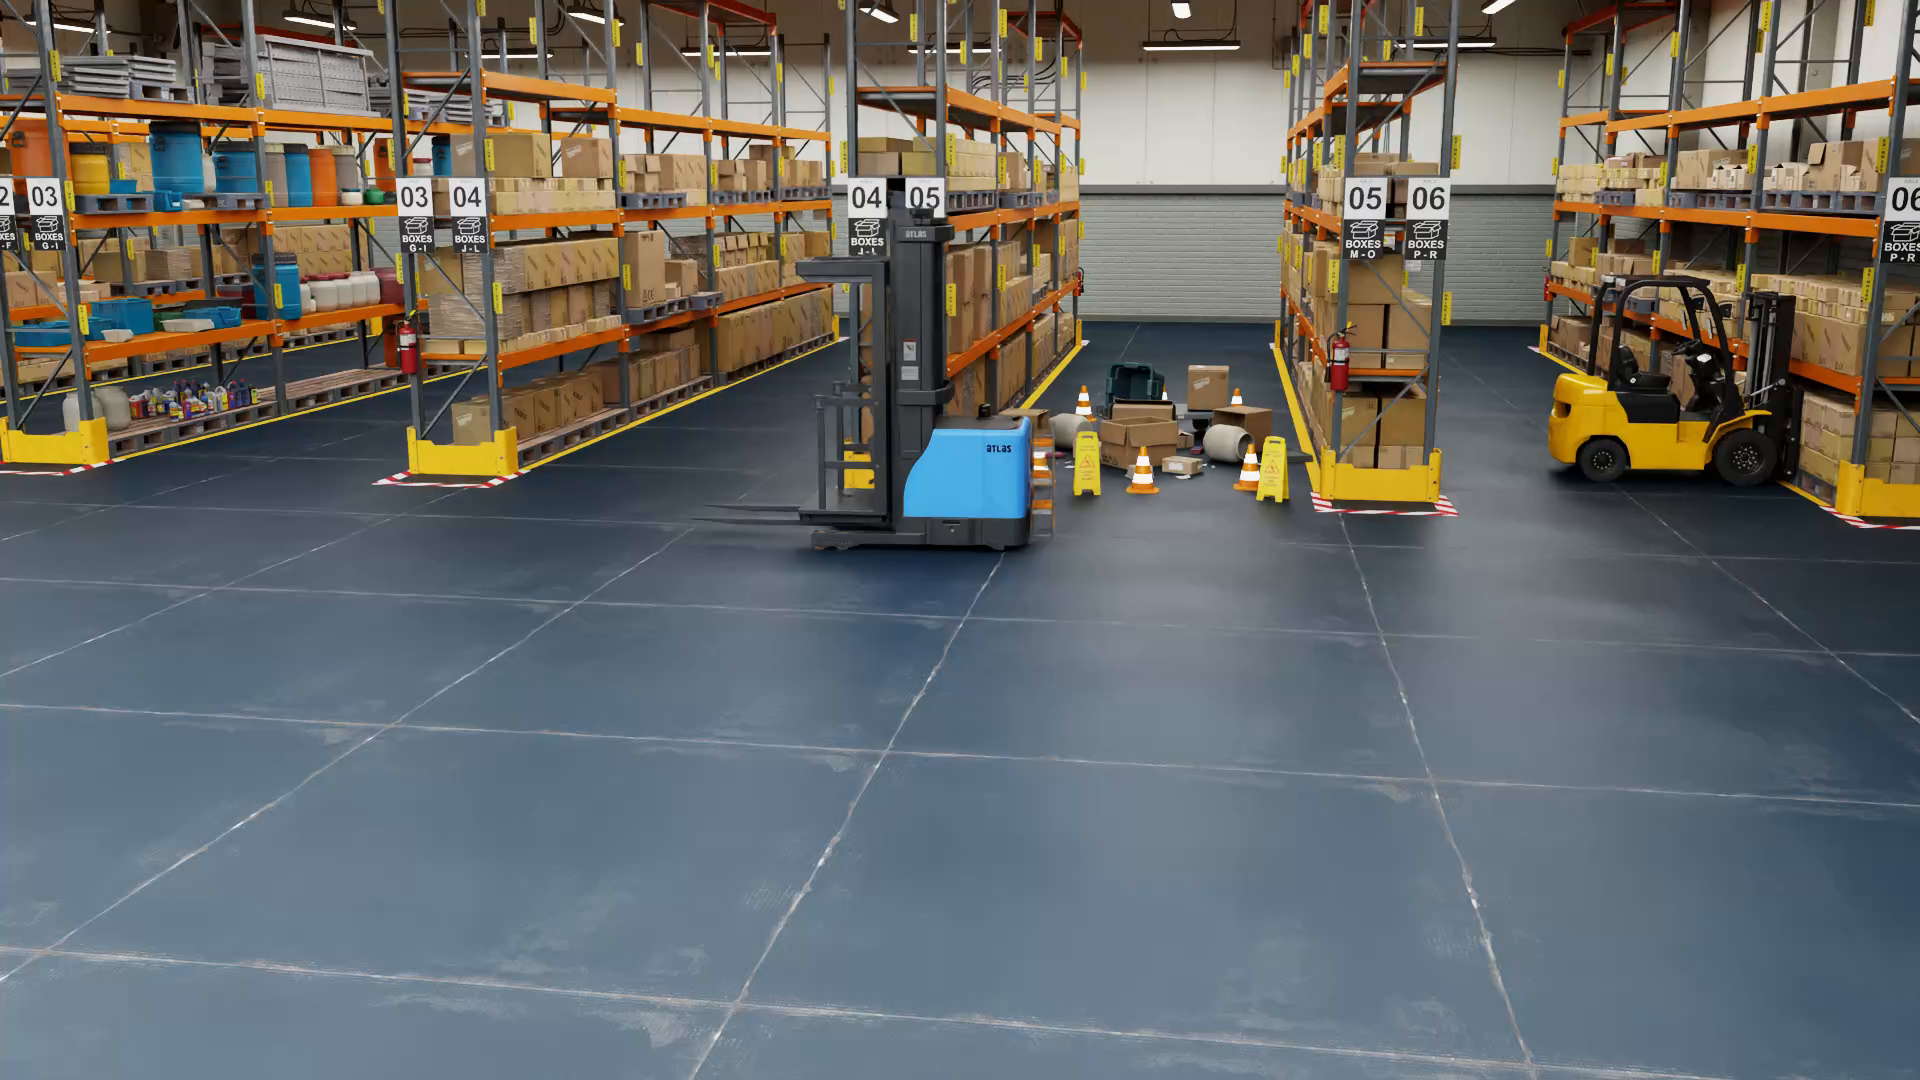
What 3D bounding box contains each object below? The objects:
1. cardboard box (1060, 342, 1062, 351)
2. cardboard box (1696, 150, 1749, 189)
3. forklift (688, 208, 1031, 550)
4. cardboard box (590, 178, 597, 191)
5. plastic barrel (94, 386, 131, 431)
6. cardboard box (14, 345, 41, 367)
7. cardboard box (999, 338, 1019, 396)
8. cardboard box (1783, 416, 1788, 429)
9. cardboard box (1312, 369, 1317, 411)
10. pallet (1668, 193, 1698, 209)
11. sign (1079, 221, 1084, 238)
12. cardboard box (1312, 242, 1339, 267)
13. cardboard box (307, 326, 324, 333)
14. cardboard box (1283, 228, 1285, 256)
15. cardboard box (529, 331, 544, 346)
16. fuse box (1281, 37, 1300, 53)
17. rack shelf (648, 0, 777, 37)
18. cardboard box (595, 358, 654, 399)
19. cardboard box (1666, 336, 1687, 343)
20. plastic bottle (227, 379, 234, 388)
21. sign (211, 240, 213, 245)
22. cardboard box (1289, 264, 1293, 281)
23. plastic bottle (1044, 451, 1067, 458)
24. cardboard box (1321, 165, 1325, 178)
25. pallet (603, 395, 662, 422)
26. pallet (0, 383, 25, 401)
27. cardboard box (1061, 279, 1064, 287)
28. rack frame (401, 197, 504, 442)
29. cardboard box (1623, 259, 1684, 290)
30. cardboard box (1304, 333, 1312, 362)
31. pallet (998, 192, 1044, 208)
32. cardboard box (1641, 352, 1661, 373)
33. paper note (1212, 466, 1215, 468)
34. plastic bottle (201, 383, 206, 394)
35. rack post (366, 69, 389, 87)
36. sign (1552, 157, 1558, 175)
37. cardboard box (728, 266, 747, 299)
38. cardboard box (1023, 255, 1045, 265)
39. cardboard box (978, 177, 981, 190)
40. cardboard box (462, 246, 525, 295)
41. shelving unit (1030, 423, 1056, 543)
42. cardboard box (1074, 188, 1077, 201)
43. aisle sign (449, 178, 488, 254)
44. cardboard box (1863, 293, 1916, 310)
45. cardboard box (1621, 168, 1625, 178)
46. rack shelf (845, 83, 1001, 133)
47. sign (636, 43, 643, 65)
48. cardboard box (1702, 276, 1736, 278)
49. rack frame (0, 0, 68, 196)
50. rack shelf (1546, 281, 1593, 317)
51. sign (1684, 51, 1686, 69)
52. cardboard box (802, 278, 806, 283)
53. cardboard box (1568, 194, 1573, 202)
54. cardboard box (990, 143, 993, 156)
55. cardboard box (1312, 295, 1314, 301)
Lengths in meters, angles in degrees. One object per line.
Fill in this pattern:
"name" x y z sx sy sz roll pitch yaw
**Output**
"cardboard box" 1.620 -3.454 29.669 0.380 0.149 0.250 2 12 10
"cardboard box" 9.894 -4.804 21.572 0.500 0.500 0.500 2 12 10
"forklift" -0.893 -1.451 14.767 3.031 2.935 1.130 1 12 5
"cardboard box" -4.759 -4.441 20.769 0.380 0.149 0.250 1 12 6
"plastic barrel" -10.316 -1.598 20.199 0.421 0.512 0.421 0 12 0
"cardboard box" -14.228 -2.784 24.992 0.500 0.311 0.500 1 12 7
"cardboard box" 0.277 -2.488 23.762 1.050 0.750 0.750 2 12 10
"cardboard box" 9.165 -1.257 18.049 0.500 0.250 0.500 2 12 8
"cardboard box" 4.524 -1.830 20.116 0.500 0.500 0.500 2 12 11
"pallet" 10.386 -4.619 22.634 1.213 0.211 1.003 2 12 11
"sign" 2.366 -6.052 32.458 0.100 0.325 0.005 2 12 9
"cardboard box" 4.600 -3.315 19.939 0.700 0.500 0.500 2 12 8
"cardboard box" -13.184 -4.411 33.221 0.797 0.503 0.637 2 12 9
"cardboard box" 6.300 -5.554 31.033 0.500 0.500 0.500 2 12 7
"cardboard box" -5.072 -2.341 19.333 0.380 0.149 0.250 2 12 9
"fuse box" 7.318 -10.888 36.563 0.513 0.334 0.176 2 12 9
"rack shelf" -3.987 -8.492 26.858 1.077 0.370 4.000 2 12 9
"cardboard box" -4.702 -2.257 23.233 0.700 0.500 0.500 2 12 8
"cardboard box" 10.943 -3.006 25.220 0.380 0.149 0.250 2 12 7
"plastic bottle" -9.761 -1.980 22.302 0.144 0.351 0.185 2 12 9
"sign" -14.005 -5.464 31.172 0.100 0.325 0.005 2 12 9
"cardboard box" 5.766 -4.470 27.786 0.500 0.250 0.500 2 12 7
"plastic bottle" 1.105 -0.999 19.482 0.283 0.061 0.133 -2 12 -11
"cardboard box" 4.511 -4.395 19.850 0.380 0.149 0.250 2 12 8
"pallet" -4.792 -1.837 23.014 1.003 0.211 1.213 2 12 9
"pallet" -14.623 -2.151 24.473 1.003 0.211 1.213 2 12 9
"cardboard box" 1.679 -4.667 30.125 0.380 0.149 0.250 2 12 10
"rack frame" -5.525 -2.205 18.105 1.000 3.000 0.127 2 12 9
"cardboard box" 10.471 -3.991 25.149 0.797 0.503 0.637 2 12 7
"cardboard box" 5.686 -2.857 25.176 0.875 0.875 0.875 2 12 8
"pallet" 0.544 -4.927 24.063 1.213 0.211 1.003 2 12 11
"cardboard box" 10.255 -2.467 24.259 0.500 0.500 0.500 2 12 10
"paper note" 2.868 -0.831 18.824 0.032 0.001 0.123 2 12 9
"plastic bottle" -10.204 -1.962 22.379 0.061 0.283 0.133 2 12 9
"rack post" -9.166 -7.381 26.658 0.624 0.289 0.986 2 12 9
"sign" 11.097 -6.966 31.000 0.100 0.325 0.005 2 12 9
"cardboard box" -3.799 -4.226 27.244 0.500 0.500 0.500 2 12 8
"cardboard box" 1.215 -4.640 27.592 0.380 0.149 0.250 2 12 8
"cardboard box" 0.041 -4.102 19.150 0.380 0.149 0.250 2 12 8
"cardboard box" -5.171 -2.994 18.448 0.500 0.500 0.500 2 12 9
"shelving unit" 0.740 -0.510 14.869 0.215 1.050 0.252 1 12 4
"cardboard box" 1.941 -6.537 31.443 0.500 0.250 0.500 2 12 9
"aisle sign" -5.238 -3.453 17.726 0.394 0.787 0.004 2 12 9
"cardboard box" 9.019 -2.317 16.140 0.380 0.149 0.250 2 12 9
"cardboard box" 10.408 -5.646 25.610 0.380 0.149 0.250 2 12 9
"rack shelf" -0.332 -4.825 18.679 1.077 0.370 4.000 2 12 9
"sign" -4.844 -7.354 25.165 0.100 0.325 0.005 2 12 9
"cardboard box" 9.930 -3.372 21.743 0.380 0.149 0.250 2 12 9
"rack frame" -10.419 -5.298 18.217 1.000 3.000 0.127 2 12 9
"rack shelf" 11.325 -4.286 29.471 1.077 0.370 4.000 2 12 9
"sign" 11.567 -7.672 26.638 0.100 0.325 0.005 2 12 9
"cardboard box" -3.107 -4.901 31.210 0.380 0.149 0.250 2 12 9
"cardboard box" 11.110 -6.128 29.783 0.380 0.149 0.250 2 12 8
"cardboard box" 0.195 -4.704 20.051 0.380 0.149 0.250 2 12 8
"cardboard box" 4.801 -3.323 21.352 0.500 0.500 0.500 2 12 9
